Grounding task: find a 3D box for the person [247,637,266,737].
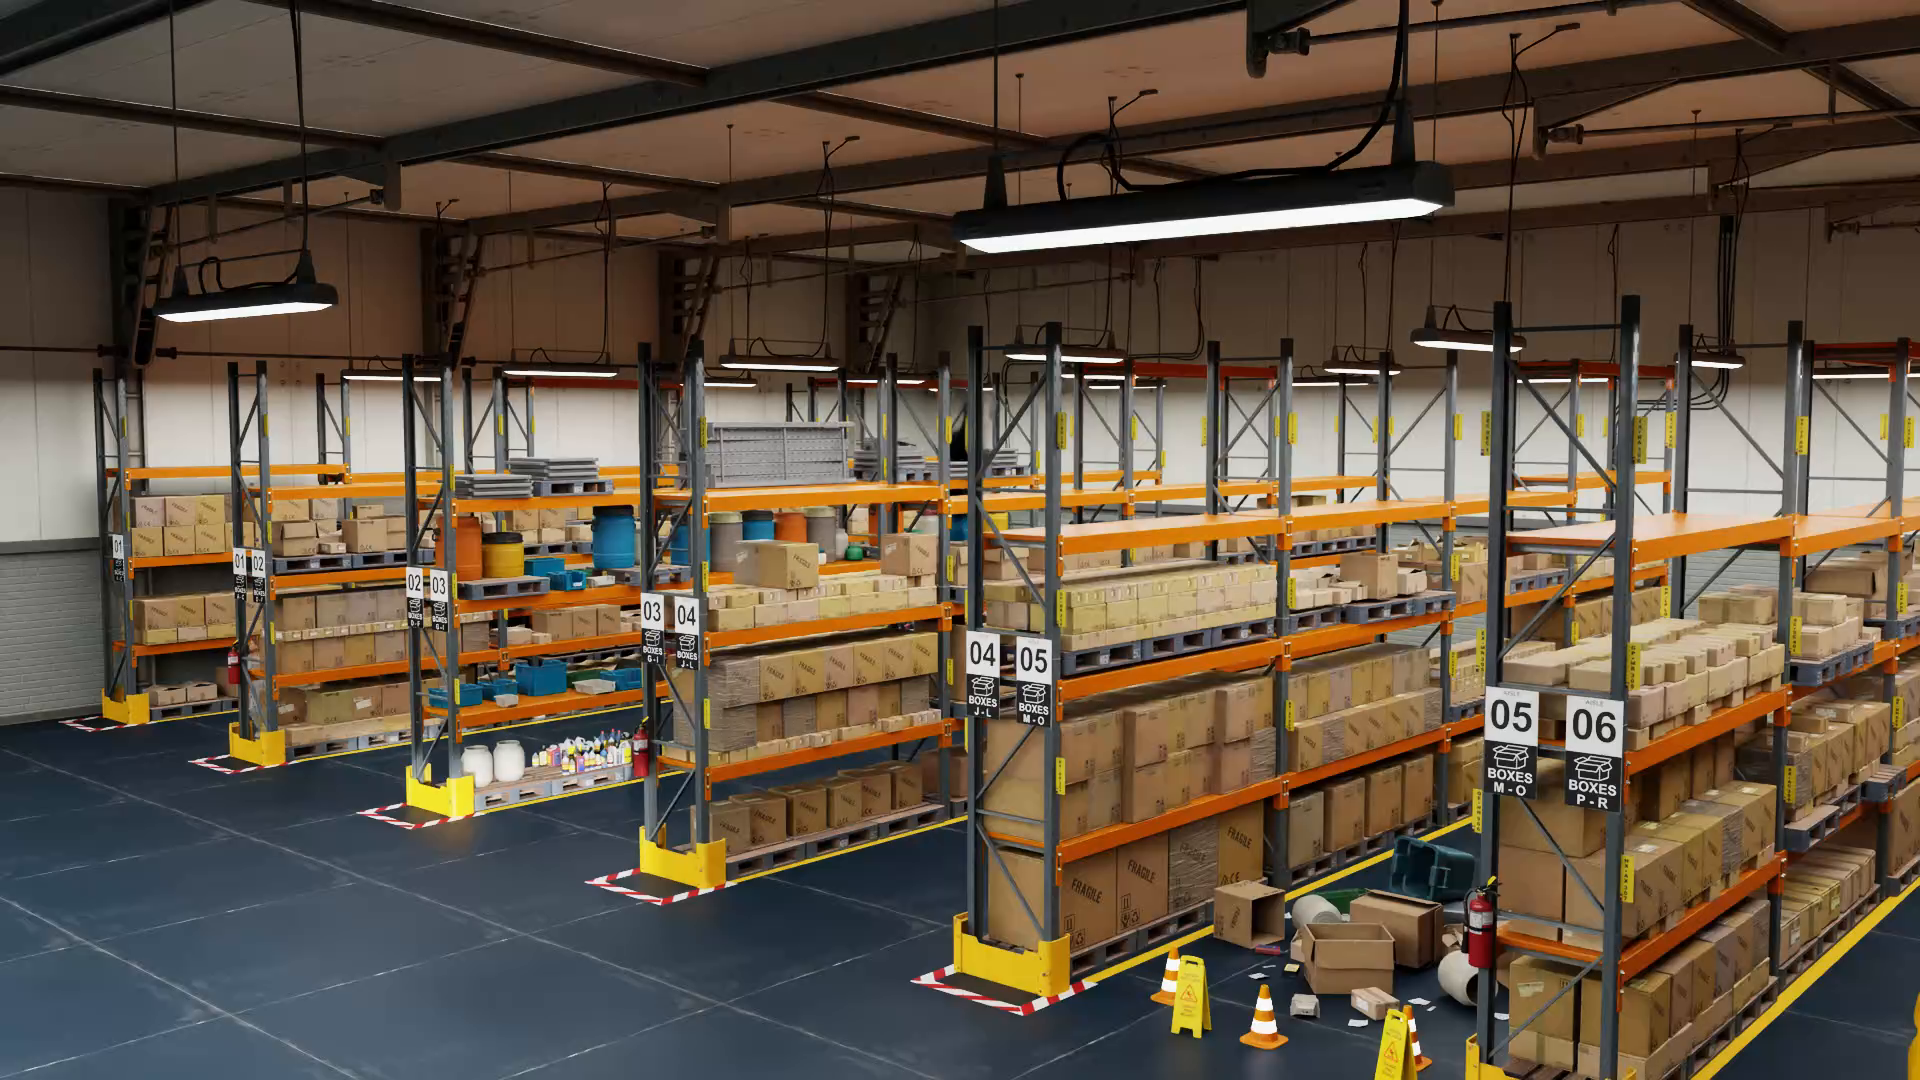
[{"bbox_3d":[-11.347,2.375,26.754,0.584,1.630,0.579,2,5,21],"label":"person"}]
